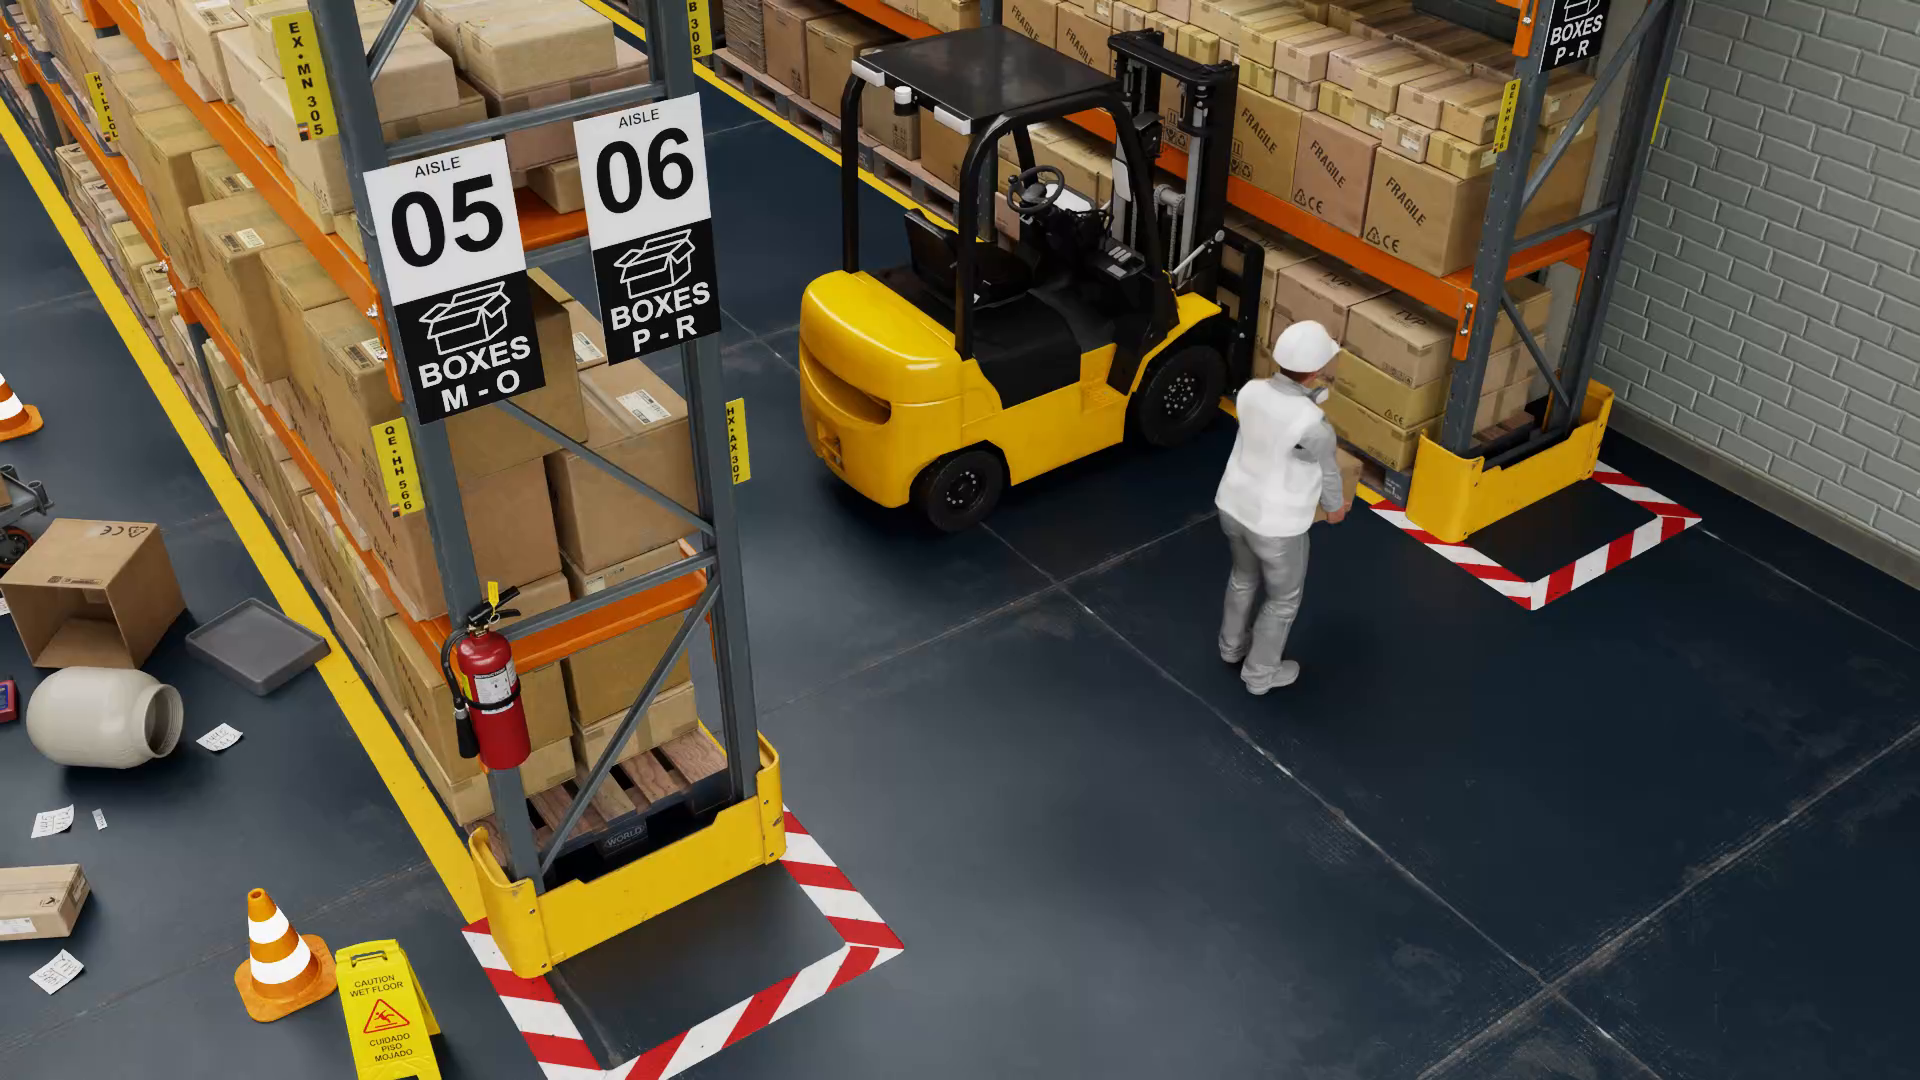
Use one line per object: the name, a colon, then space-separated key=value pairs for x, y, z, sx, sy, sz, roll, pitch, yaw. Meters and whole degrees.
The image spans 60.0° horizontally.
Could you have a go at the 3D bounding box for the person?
person: x=1.391 y=-0.157 z=7.208 sx=0.577 sy=1.765 sz=0.487 roll=-23 pitch=42 yaw=-28
